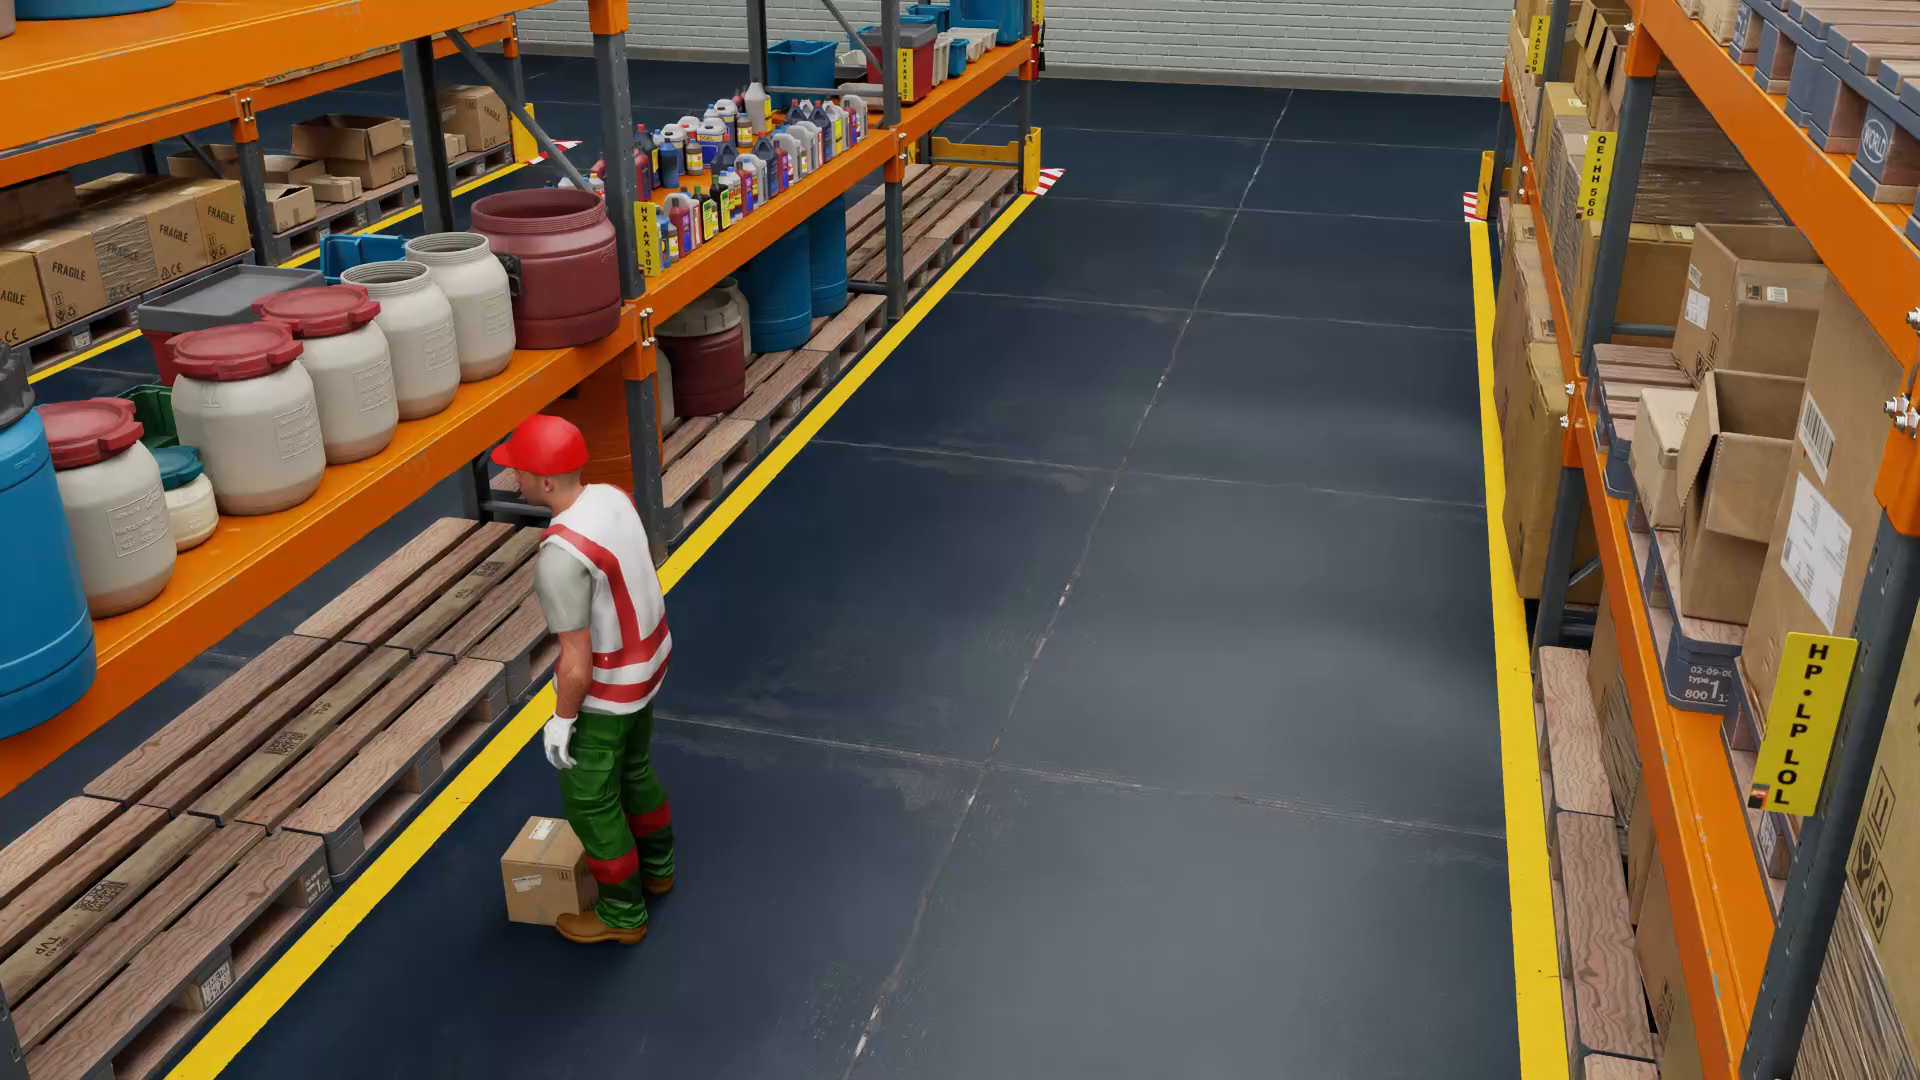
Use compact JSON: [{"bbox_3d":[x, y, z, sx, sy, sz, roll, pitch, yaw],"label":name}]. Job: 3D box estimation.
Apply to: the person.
[{"bbox_3d":[-1.128,0.444,5.144,0.453,1.778,0.617,5,25,10],"label":"person"}]
